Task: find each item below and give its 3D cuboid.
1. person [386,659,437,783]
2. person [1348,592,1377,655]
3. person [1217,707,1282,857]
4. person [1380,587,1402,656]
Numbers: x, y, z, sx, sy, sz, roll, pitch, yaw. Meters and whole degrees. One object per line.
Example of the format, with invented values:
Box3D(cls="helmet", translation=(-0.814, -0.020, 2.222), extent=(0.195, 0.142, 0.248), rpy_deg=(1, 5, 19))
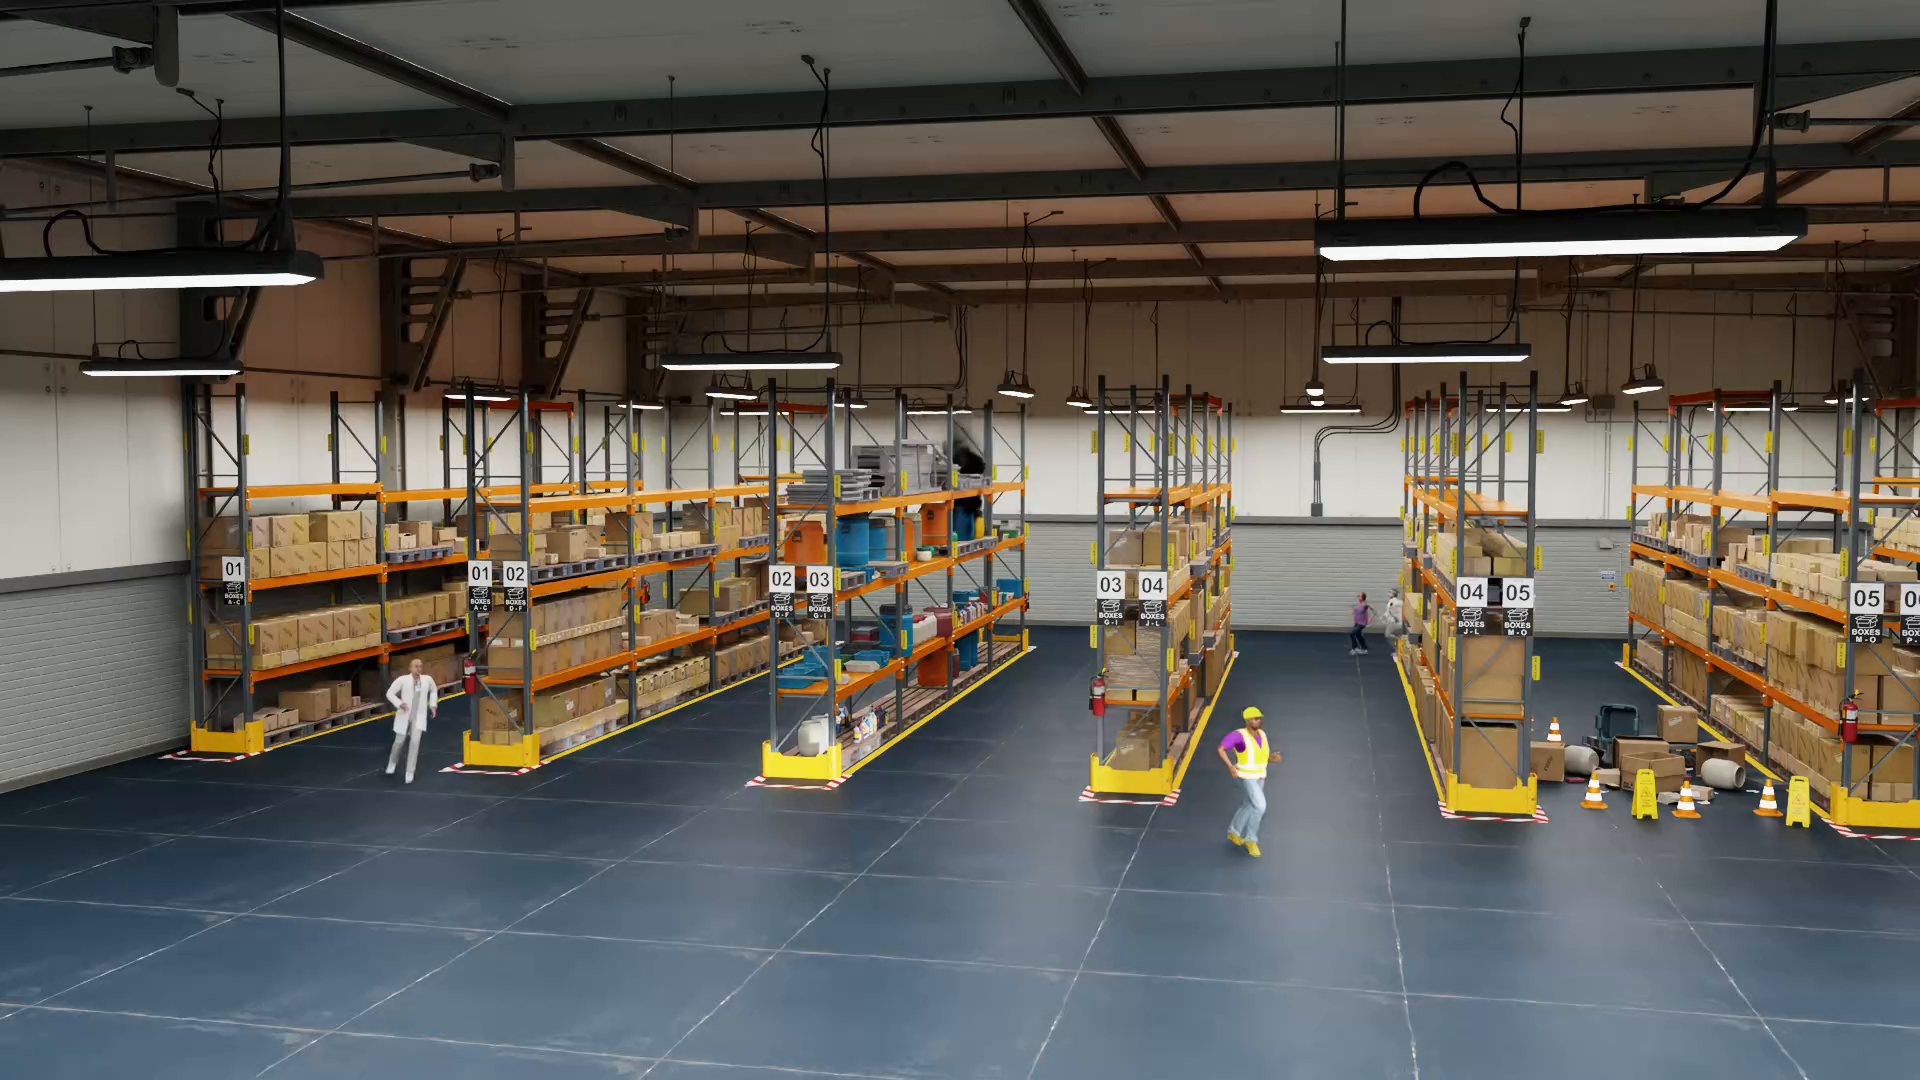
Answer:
Box3D(cls="person", translation=(-8.226, 2.683, 25.026), extent=(0.763, 1.777, 0.999), rpy_deg=(-2, 4, -25))
Box3D(cls="person", translation=(9.529, 1.990, 39.488), extent=(0.659, 1.543, 0.674), rpy_deg=(-1, 4, -22))
Box3D(cls="person", translation=(3.582, 2.961, 20.453), extent=(0.672, 1.820, 0.763), rpy_deg=(-3, 4, -42))
Box3D(cls="person", translation=(10.254, 1.935, 39.472), extent=(0.526, 1.642, 0.628), rpy_deg=(0, 3, -6))
